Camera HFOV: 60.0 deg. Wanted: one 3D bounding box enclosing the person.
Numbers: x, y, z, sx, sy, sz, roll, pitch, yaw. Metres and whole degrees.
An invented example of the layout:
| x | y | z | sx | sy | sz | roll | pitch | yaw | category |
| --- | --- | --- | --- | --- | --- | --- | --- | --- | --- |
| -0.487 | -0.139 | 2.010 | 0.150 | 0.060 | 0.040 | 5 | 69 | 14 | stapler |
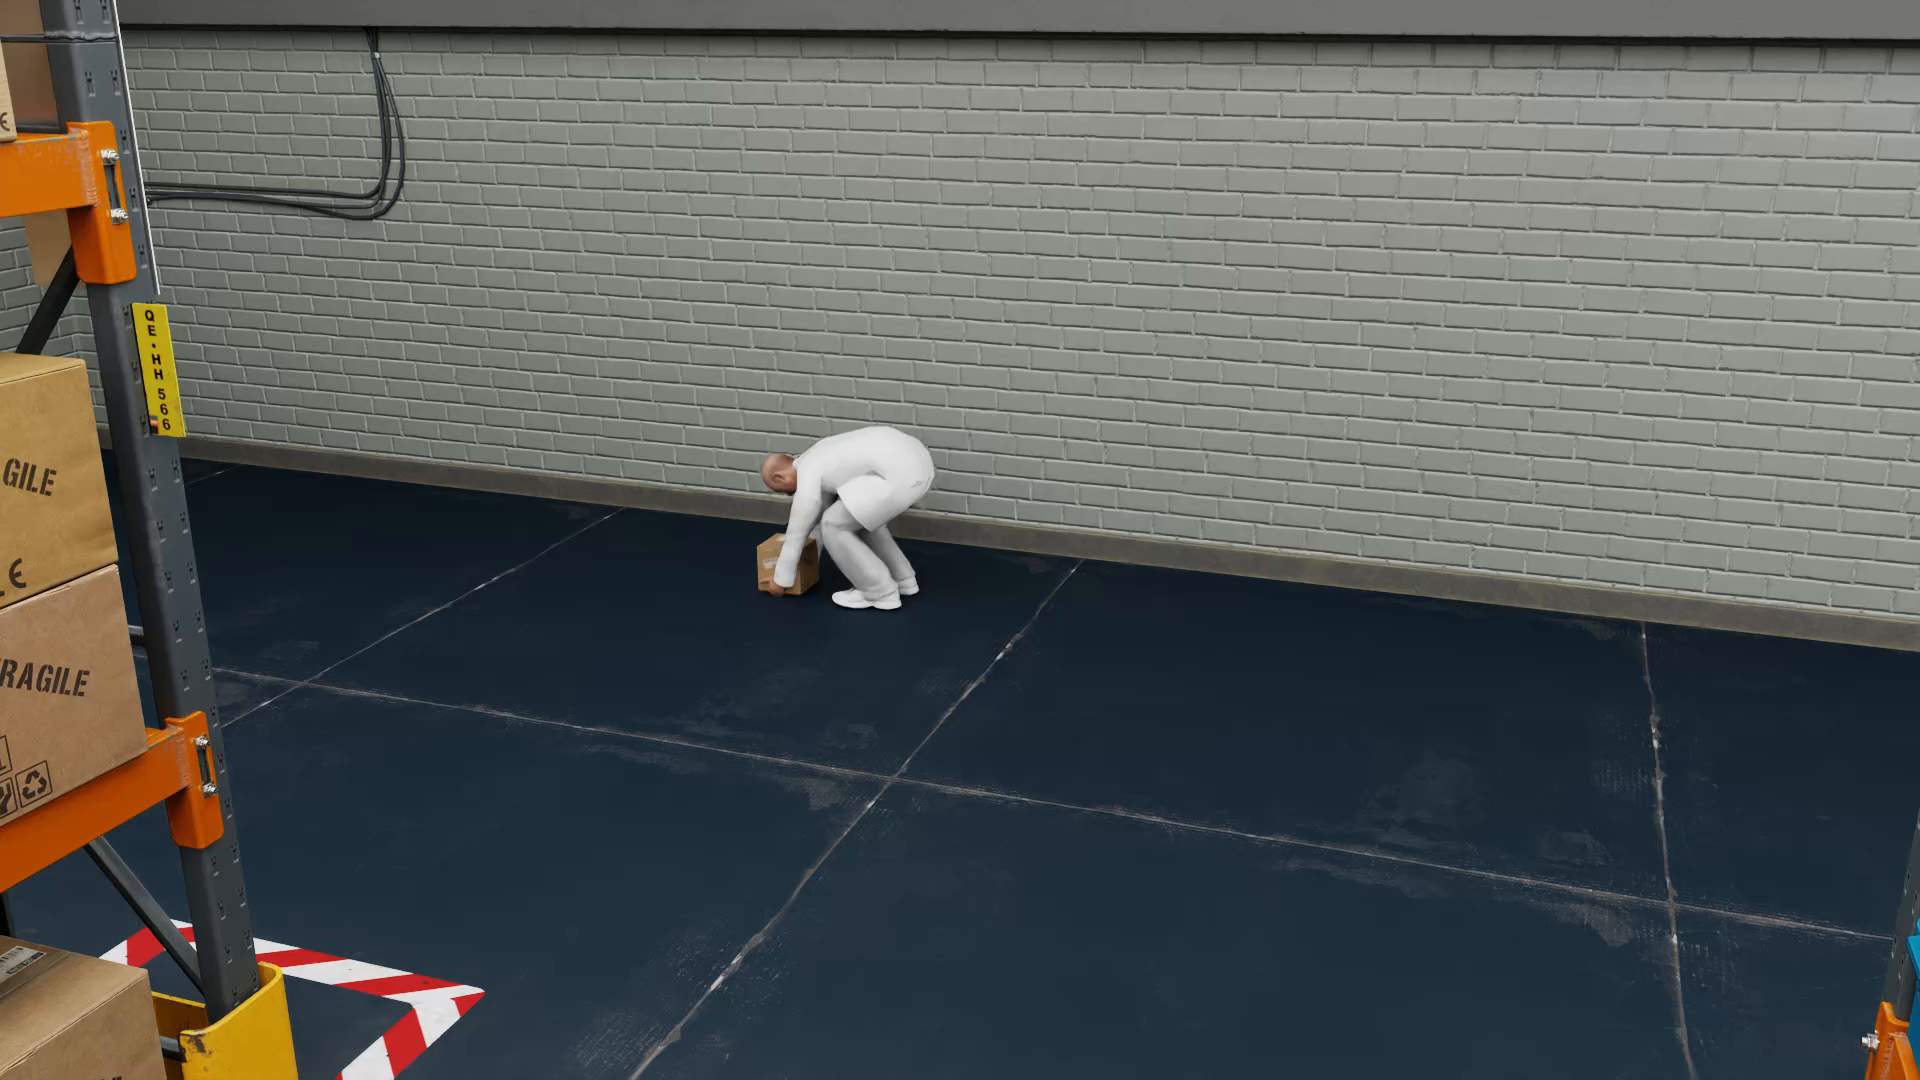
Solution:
| x | y | z | sx | sy | sz | roll | pitch | yaw | category |
| --- | --- | --- | --- | --- | --- | --- | --- | --- | --- |
| -0.602 | -0.143 | 8.849 | 0.947 | 0.943 | 0.595 | 5 | 19 | 16 | person |
